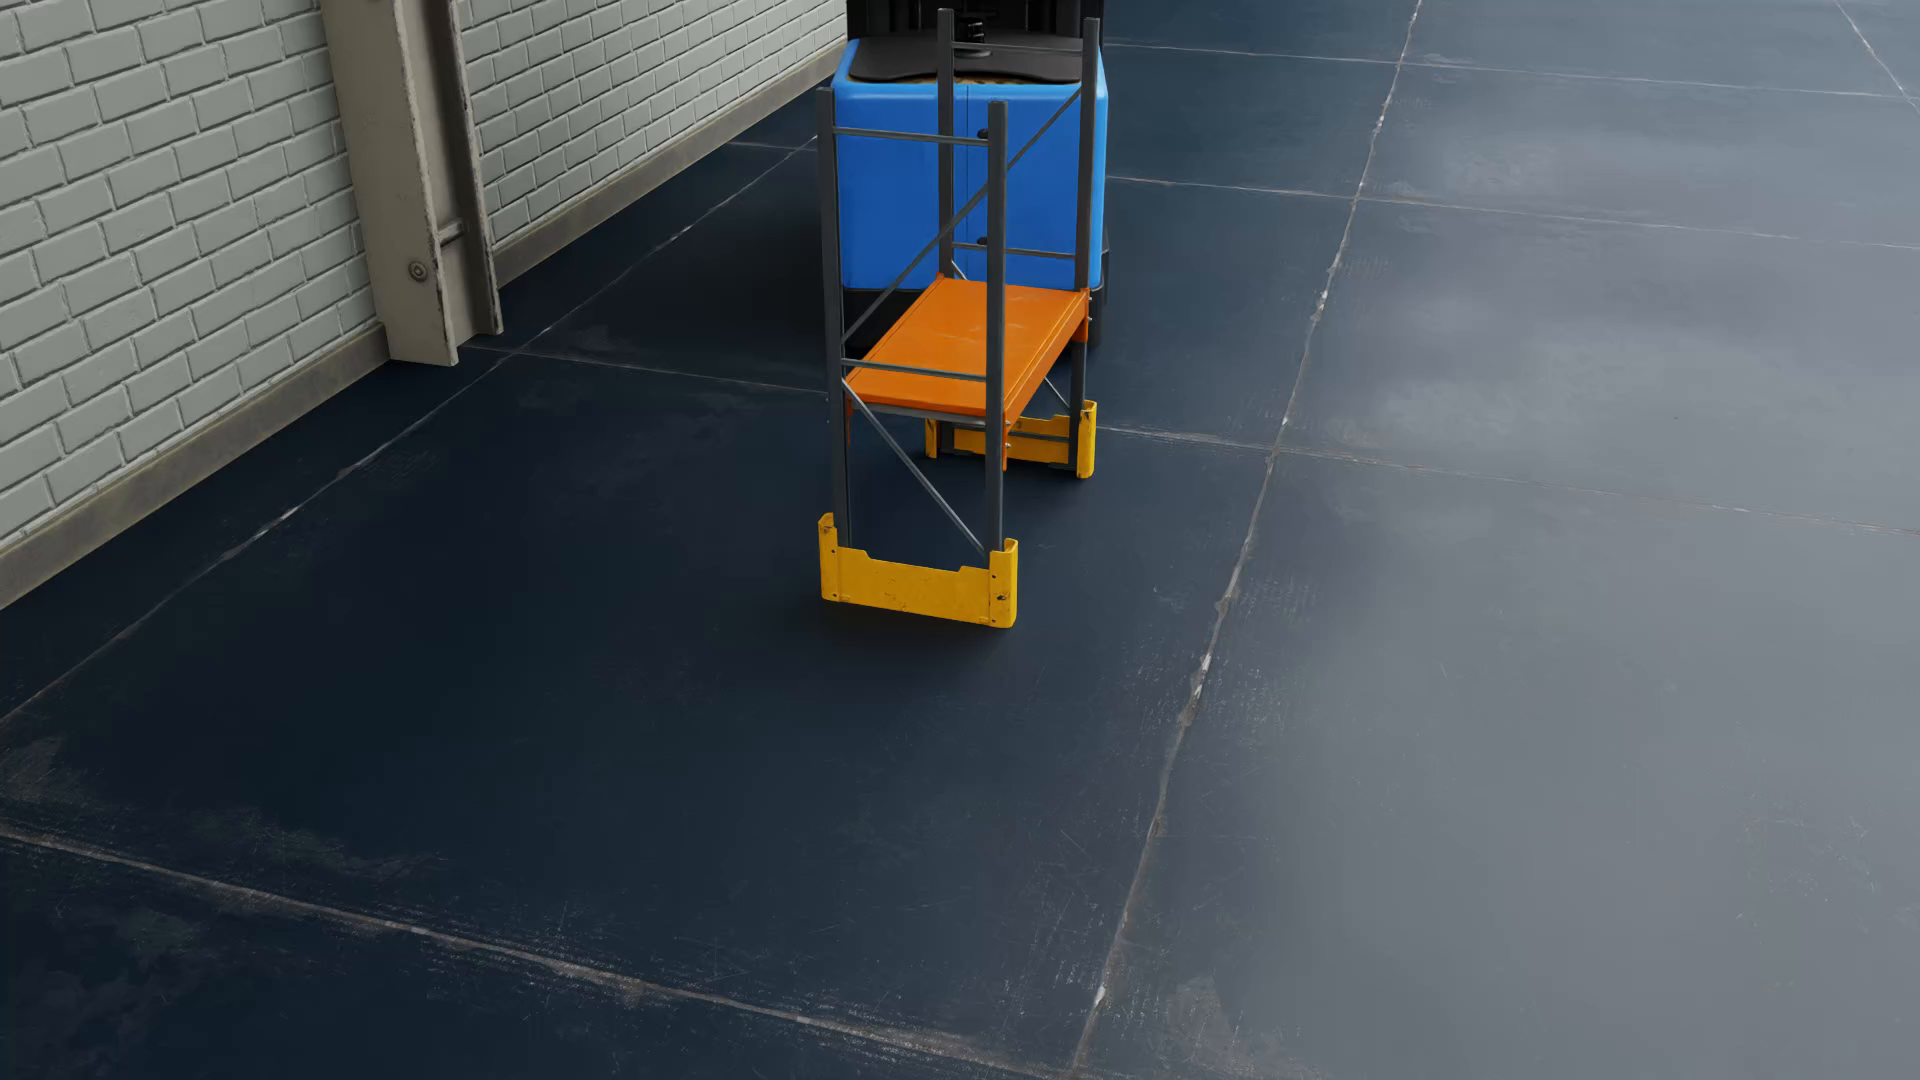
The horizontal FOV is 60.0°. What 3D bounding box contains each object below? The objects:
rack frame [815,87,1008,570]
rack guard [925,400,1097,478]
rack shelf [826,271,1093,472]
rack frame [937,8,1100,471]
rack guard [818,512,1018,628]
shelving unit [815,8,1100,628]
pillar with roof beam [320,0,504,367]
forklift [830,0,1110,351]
[{"bbox_3d":[-0.124,-0.459,4.532,0.500,1.500,0.032,8,30,15],"label":"rack frame"},{"bbox_3d":[0.169,-0.376,5.669,0.587,0.250,0.087,8,30,15],"label":"rack guard"},{"bbox_3d":[0.025,-0.538,5.044,0.538,0.185,1.000,8,30,15],"label":"rack shelf"},{"bbox_3d":[0.174,-0.931,5.381,0.500,1.500,0.032,8,30,15],"label":"rack frame"},{"bbox_3d":[-0.124,0.087,4.837,0.587,0.250,0.087,8,30,15],"label":"rack guard"},{"bbox_3d":[0.022,-0.691,4.949,0.587,1.500,1.083,8,30,15],"label":"shelving unit"},{"bbox_3d":[2.051,-4.106,3.374,9.100,9.000,0.400,8,30,15],"label":"pillar with roof beam"},{"bbox_3d":[0.072,-2.689,7.068,1.130,2.935,3.031,1,29,2],"label":"forklift"}]
